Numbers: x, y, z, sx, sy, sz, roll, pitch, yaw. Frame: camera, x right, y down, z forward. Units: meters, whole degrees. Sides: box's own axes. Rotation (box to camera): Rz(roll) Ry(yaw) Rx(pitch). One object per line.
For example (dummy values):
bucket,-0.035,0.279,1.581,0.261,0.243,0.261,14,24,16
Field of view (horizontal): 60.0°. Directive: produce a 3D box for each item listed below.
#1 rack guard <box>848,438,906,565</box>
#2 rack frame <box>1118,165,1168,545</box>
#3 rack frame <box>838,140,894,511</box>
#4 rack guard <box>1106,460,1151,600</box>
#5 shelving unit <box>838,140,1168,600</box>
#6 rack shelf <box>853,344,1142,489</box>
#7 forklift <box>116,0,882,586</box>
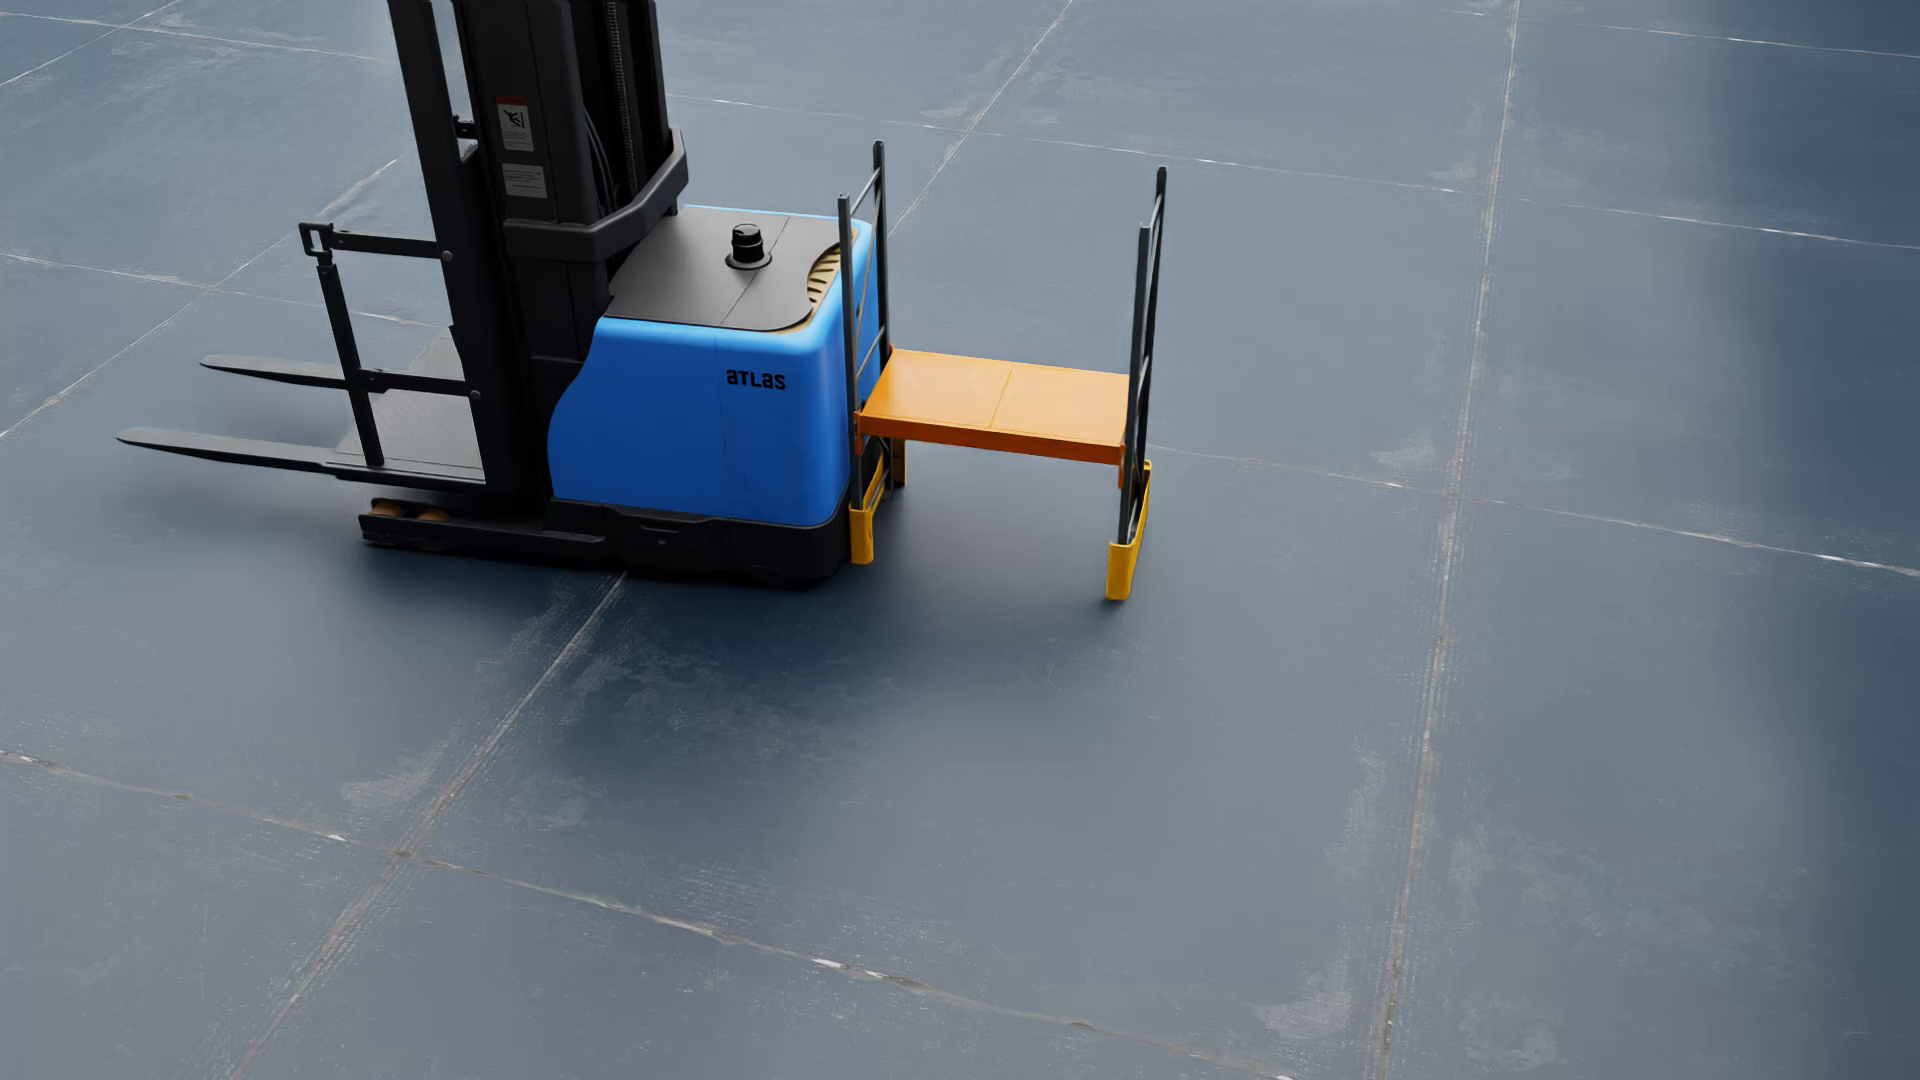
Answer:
rack guard,-0.322,-0.177,6.564,0.087,0.250,0.587,8,37,10
rack frame,0.651,-0.551,6.018,0.032,1.500,0.500,8,37,10
rack frame,-0.341,-0.683,6.197,0.032,1.500,0.500,8,37,10
rack guard,0.650,-0.048,6.389,0.087,0.250,0.587,8,37,10
shelving unit,0.164,-0.616,6.106,1.083,1.500,0.587,8,37,10
rack shelf,0.155,-0.472,6.214,1.000,0.185,0.538,8,37,10
forklift,-1.865,-1.436,6.014,3.031,2.935,1.130,7,37,9
